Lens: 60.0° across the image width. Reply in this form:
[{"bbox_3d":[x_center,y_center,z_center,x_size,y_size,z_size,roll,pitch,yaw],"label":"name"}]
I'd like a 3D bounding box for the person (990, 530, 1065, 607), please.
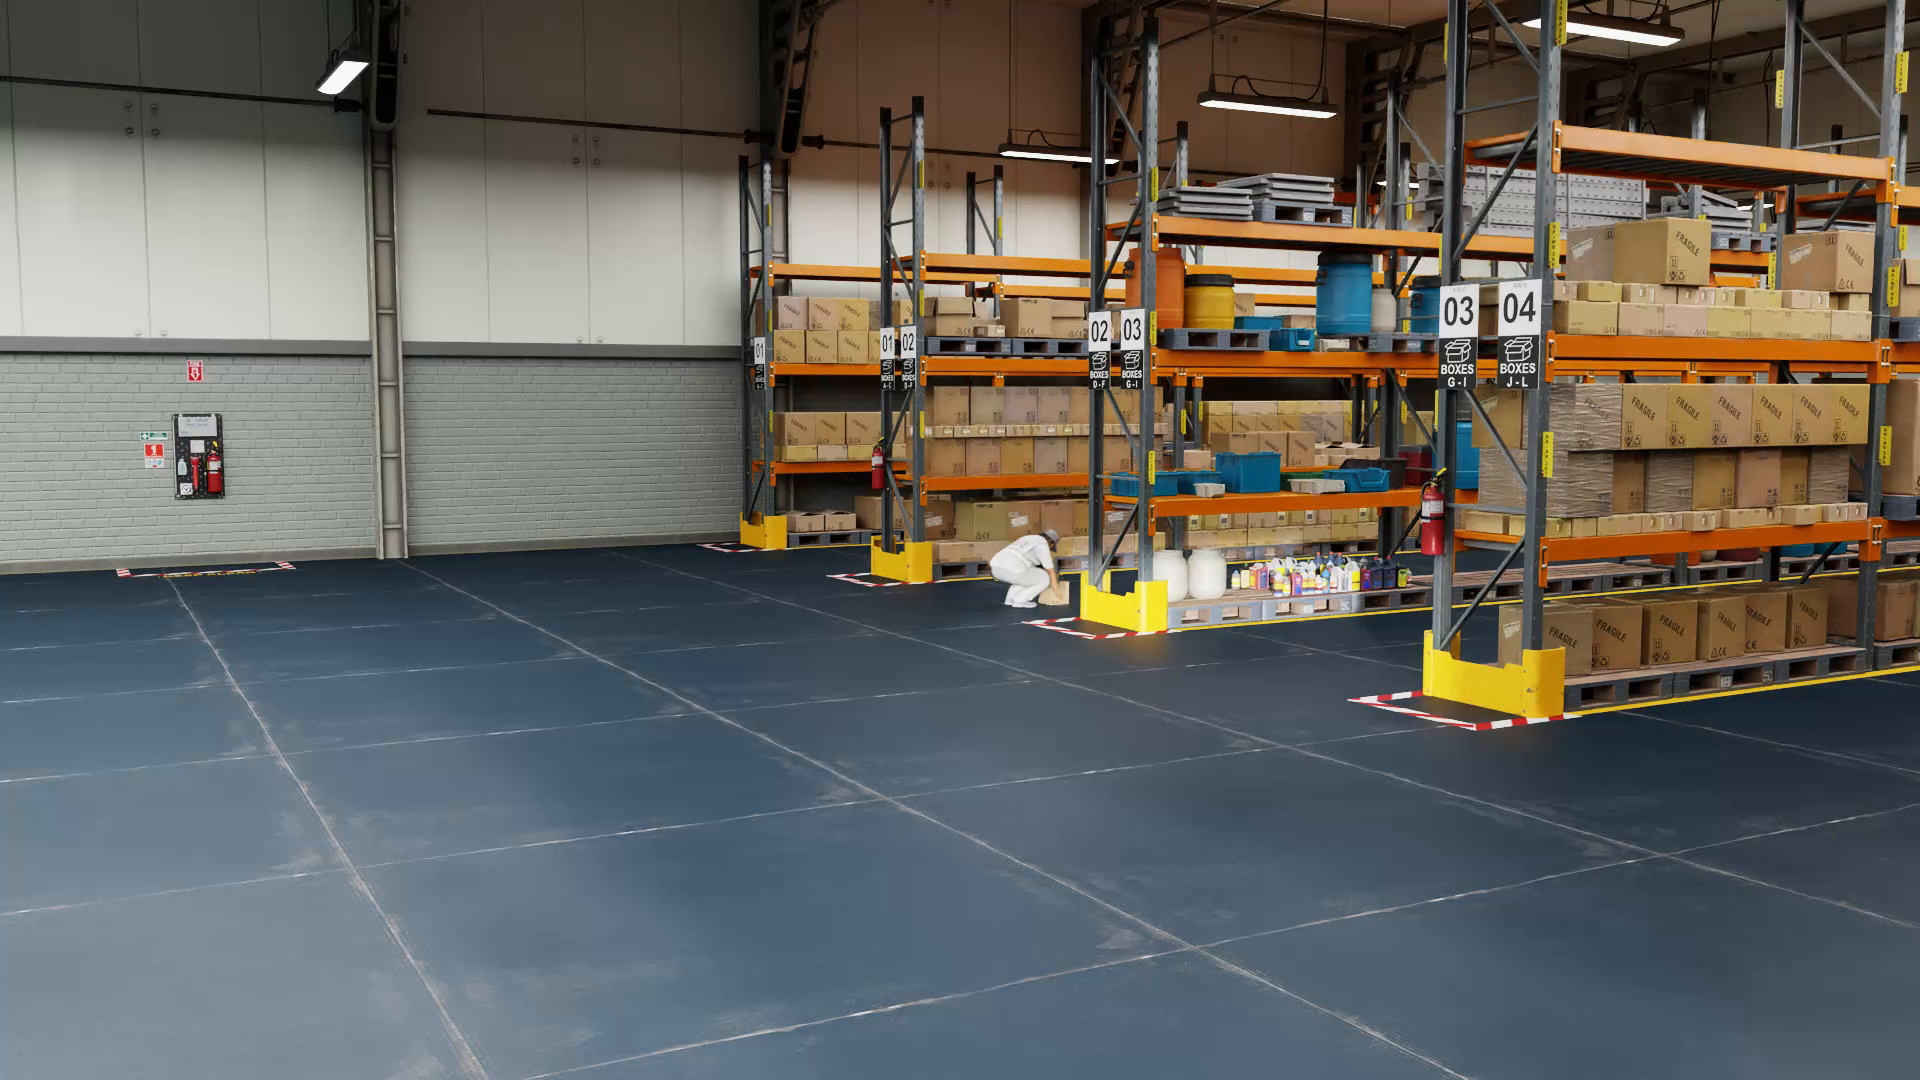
[{"bbox_3d":[0.755,0.322,18.592,0.865,0.837,0.520,-3,6,-29],"label":"person"}]
